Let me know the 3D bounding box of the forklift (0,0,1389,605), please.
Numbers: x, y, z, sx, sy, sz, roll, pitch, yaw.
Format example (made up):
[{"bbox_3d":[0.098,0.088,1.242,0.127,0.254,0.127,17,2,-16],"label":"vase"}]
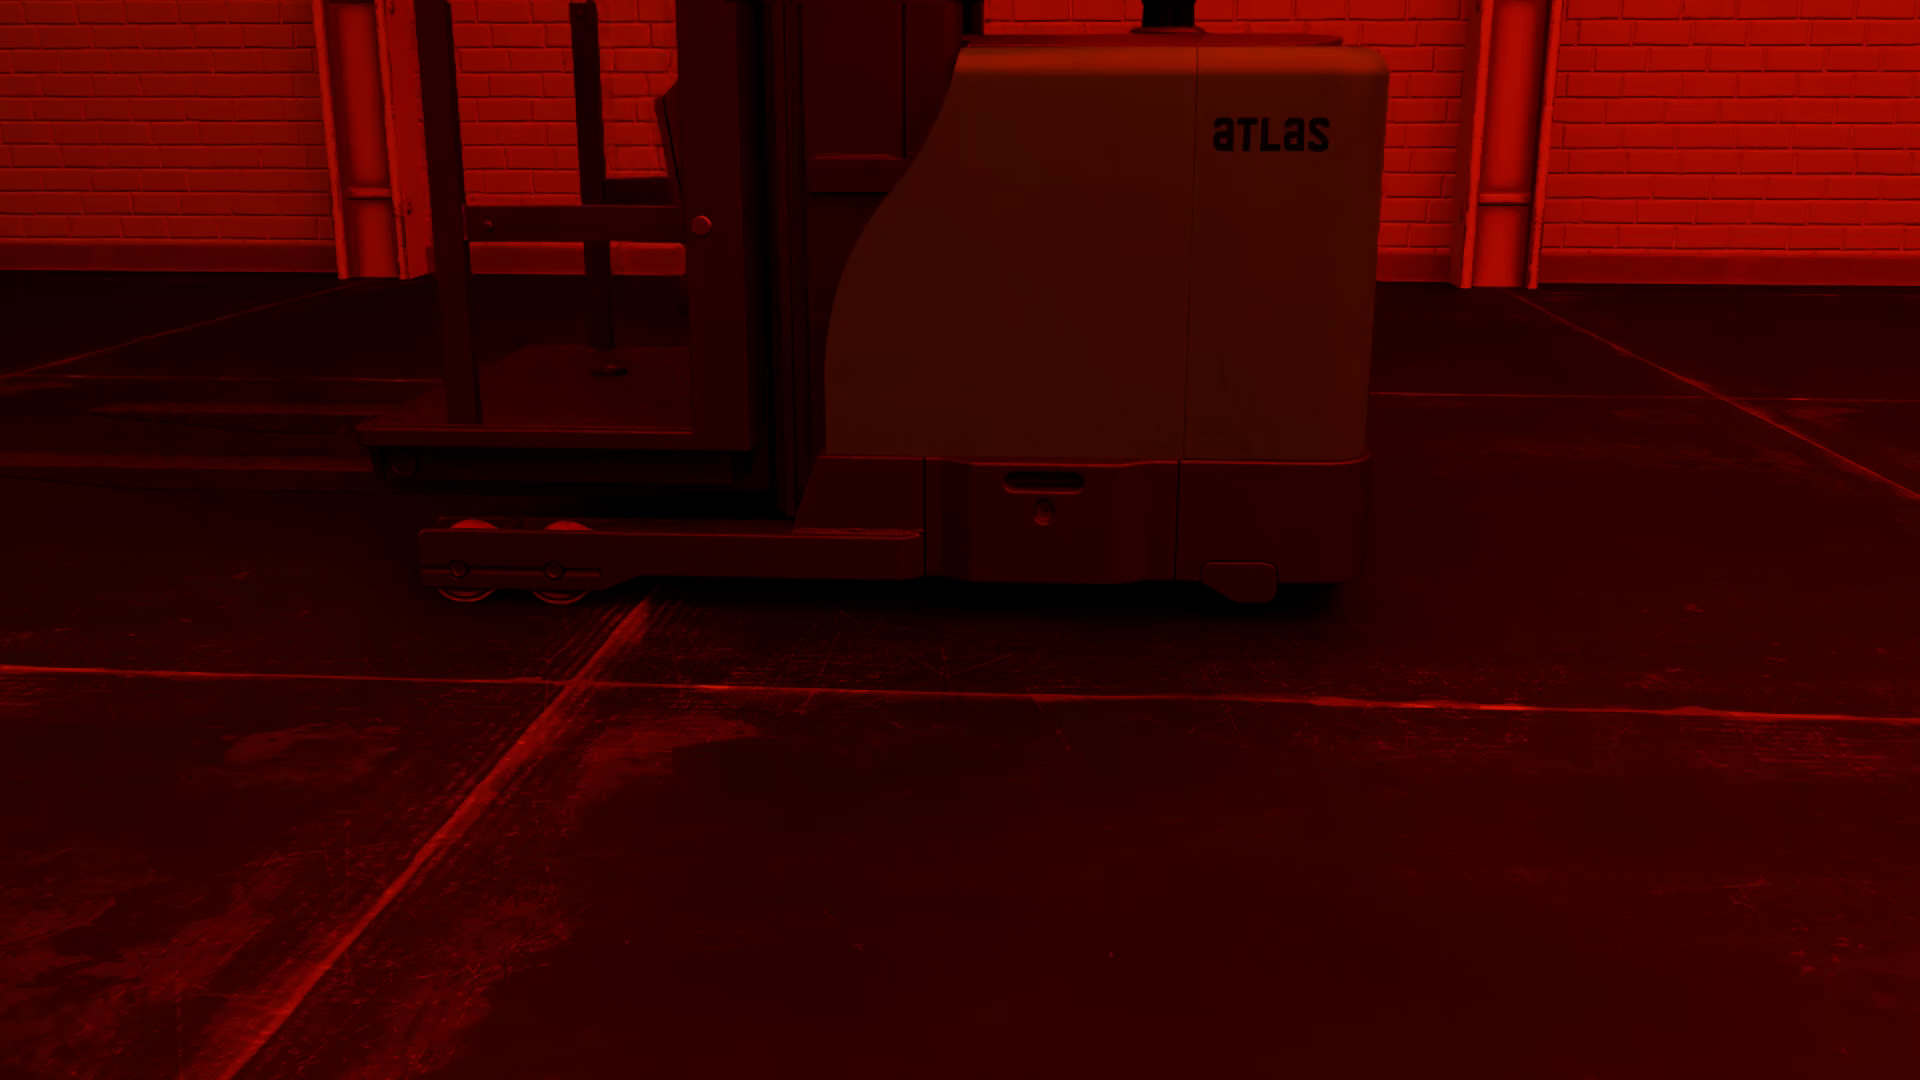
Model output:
[{"bbox_3d":[-0.680,-1.421,3.455,3.031,2.935,1.130,1,15,4],"label":"forklift"}]
